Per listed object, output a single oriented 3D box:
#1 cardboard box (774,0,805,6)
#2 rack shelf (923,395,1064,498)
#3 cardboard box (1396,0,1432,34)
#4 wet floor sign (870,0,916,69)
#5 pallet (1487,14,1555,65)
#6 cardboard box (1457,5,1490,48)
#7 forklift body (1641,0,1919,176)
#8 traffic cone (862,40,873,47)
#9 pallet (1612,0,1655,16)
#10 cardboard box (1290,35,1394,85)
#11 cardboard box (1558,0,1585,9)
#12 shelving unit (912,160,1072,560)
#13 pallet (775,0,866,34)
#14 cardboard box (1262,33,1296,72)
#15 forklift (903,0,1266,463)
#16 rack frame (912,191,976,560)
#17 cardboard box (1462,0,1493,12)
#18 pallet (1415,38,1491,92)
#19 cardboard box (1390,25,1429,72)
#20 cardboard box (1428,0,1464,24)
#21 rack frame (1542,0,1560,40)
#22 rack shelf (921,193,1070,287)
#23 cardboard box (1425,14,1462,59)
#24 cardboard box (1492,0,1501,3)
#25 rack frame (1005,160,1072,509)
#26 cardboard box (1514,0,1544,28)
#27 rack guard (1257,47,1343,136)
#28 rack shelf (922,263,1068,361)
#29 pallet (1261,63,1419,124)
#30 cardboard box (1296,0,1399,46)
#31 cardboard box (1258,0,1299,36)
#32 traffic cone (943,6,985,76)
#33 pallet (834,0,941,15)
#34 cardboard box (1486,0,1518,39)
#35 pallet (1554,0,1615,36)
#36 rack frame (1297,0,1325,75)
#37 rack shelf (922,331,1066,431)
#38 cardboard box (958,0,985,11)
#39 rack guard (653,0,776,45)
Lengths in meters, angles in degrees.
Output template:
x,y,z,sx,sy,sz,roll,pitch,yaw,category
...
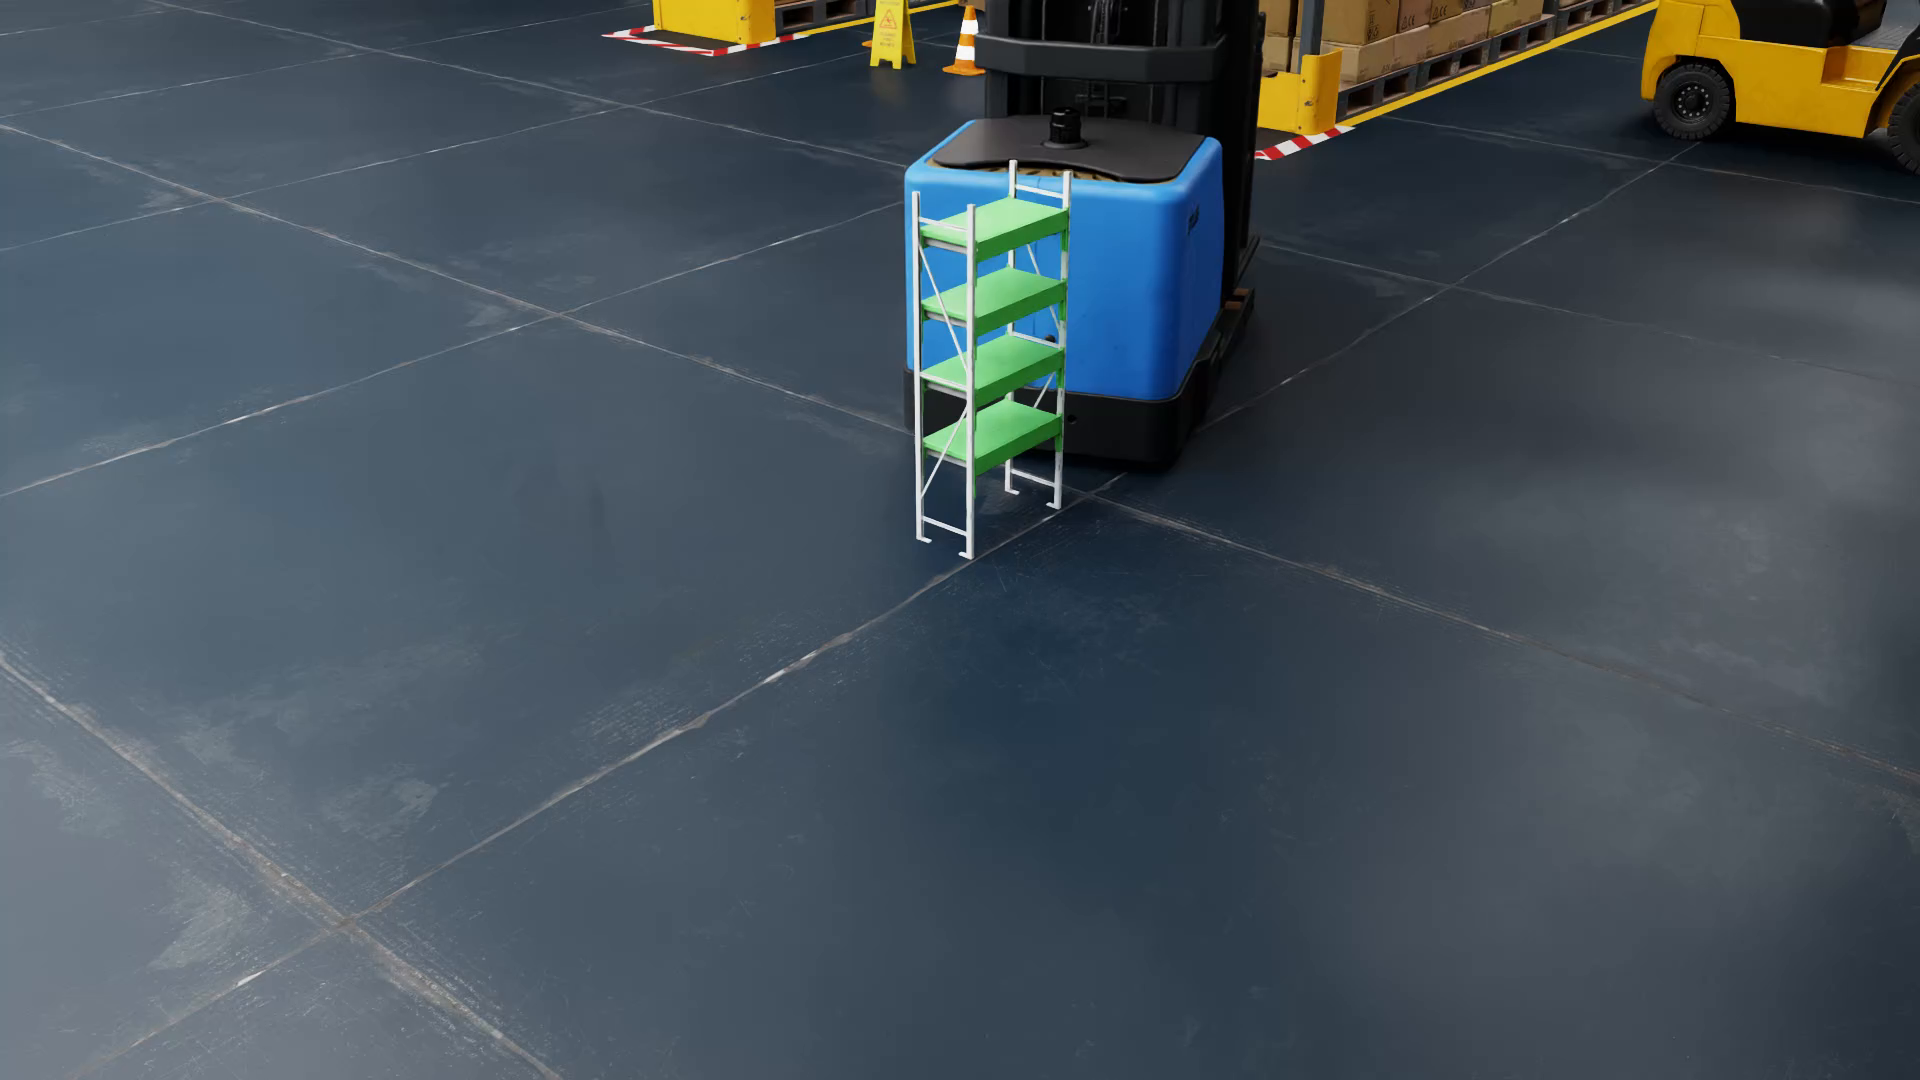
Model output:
x,y,z,sx,sy,sz,roll,pitch,yaw,category
-1.636,-5.034,13.979,0.875,0.875,0.875,21,34,35,cardboard box
0.105,-0.322,5.634,0.258,0.148,0.480,21,34,34,rack shelf
2.938,-3.820,11.495,0.500,0.500,0.500,19,33,33,cardboard box
-0.507,-3.897,12.487,0.267,0.644,0.232,15,31,26,wet floor sign
4.012,-4.052,13.259,1.003,0.211,1.213,21,34,34,pallet
3.586,-3.846,12.361,0.500,0.250,0.500,21,34,35,cardboard box
5.499,-3.500,10.081,2.313,2.155,1.214,21,34,34,forklift body
-0.582,-4.178,13.229,0.336,0.463,0.334,21,34,34,traffic cone
5.682,-5.012,15.114,1.003,0.211,1.213,21,34,34,pallet
2.594,-3.291,11.289,0.500,0.250,0.500,20,34,34,cardboard box
4.744,-4.745,13.967,0.950,0.372,0.625,21,34,35,cardboard box
0.105,-0.592,5.494,0.258,1.200,0.503,21,34,34,shelving unit
-1.568,-4.600,14.318,1.003,0.211,1.213,21,34,34,pallet
2.190,-3.460,11.615,0.500,0.250,0.500,21,34,34,cardboard box
0.709,-2.241,6.799,1.130,2.935,3.031,8,28,15,forklift
-0.050,-0.505,5.327,0.240,1.200,0.015,21,34,34,rack frame
3.597,-4.187,12.205,0.500,0.500,0.500,23,35,37,cardboard box
3.237,-3.618,12.420,1.003,0.211,1.213,21,34,34,pallet
2.925,-3.470,11.635,0.500,0.250,0.500,22,35,36,cardboard box
3.264,-3.995,11.834,0.500,0.500,0.500,22,34,35,cardboard box
4.412,-5.539,13.099,1.000,3.000,0.127,21,34,34,rack frame
0.105,-0.961,5.303,0.258,0.148,0.480,21,34,34,rack shelf
3.262,-3.667,12.016,0.500,0.250,0.500,24,35,38,cardboard box
3.921,-4.368,12.555,0.500,0.500,0.500,21,34,35,cardboard box
0.260,-0.678,5.661,0.240,1.200,0.015,21,34,34,rack frame
4.244,-4.216,13.077,0.500,0.250,0.500,23,35,37,cardboard box
1.916,-3.038,10.984,1.175,0.500,0.348,21,34,34,rack guard
0.105,-0.748,5.413,0.258,0.148,0.480,21,34,34,rack shelf
2.460,-3.187,11.587,1.003,0.211,1.213,21,34,34,pallet
2.609,-3.633,11.134,0.500,0.500,0.500,19,33,33,cardboard box
2.176,-3.780,11.417,0.500,0.500,0.500,21,34,35,cardboard box
0.073,-3.728,12.358,0.336,0.463,0.334,21,34,34,traffic cone
-0.791,-5.030,15.150,1.003,0.211,1.213,21,34,34,pallet
3.913,-4.025,12.707,0.500,0.250,0.500,20,33,33,cardboard box
4.906,-4.577,14.274,1.003,0.211,1.213,21,34,34,pallet
1.868,-4.121,10.358,1.000,3.000,0.127,21,34,34,rack frame
0.105,-0.535,5.523,0.258,0.148,0.480,21,34,34,rack shelf
0.333,-4.991,14.756,0.500,0.500,0.500,-21,34,-35,cardboard box
-2.031,-4.413,13.643,1.175,0.500,0.348,21,34,34,rack guard
